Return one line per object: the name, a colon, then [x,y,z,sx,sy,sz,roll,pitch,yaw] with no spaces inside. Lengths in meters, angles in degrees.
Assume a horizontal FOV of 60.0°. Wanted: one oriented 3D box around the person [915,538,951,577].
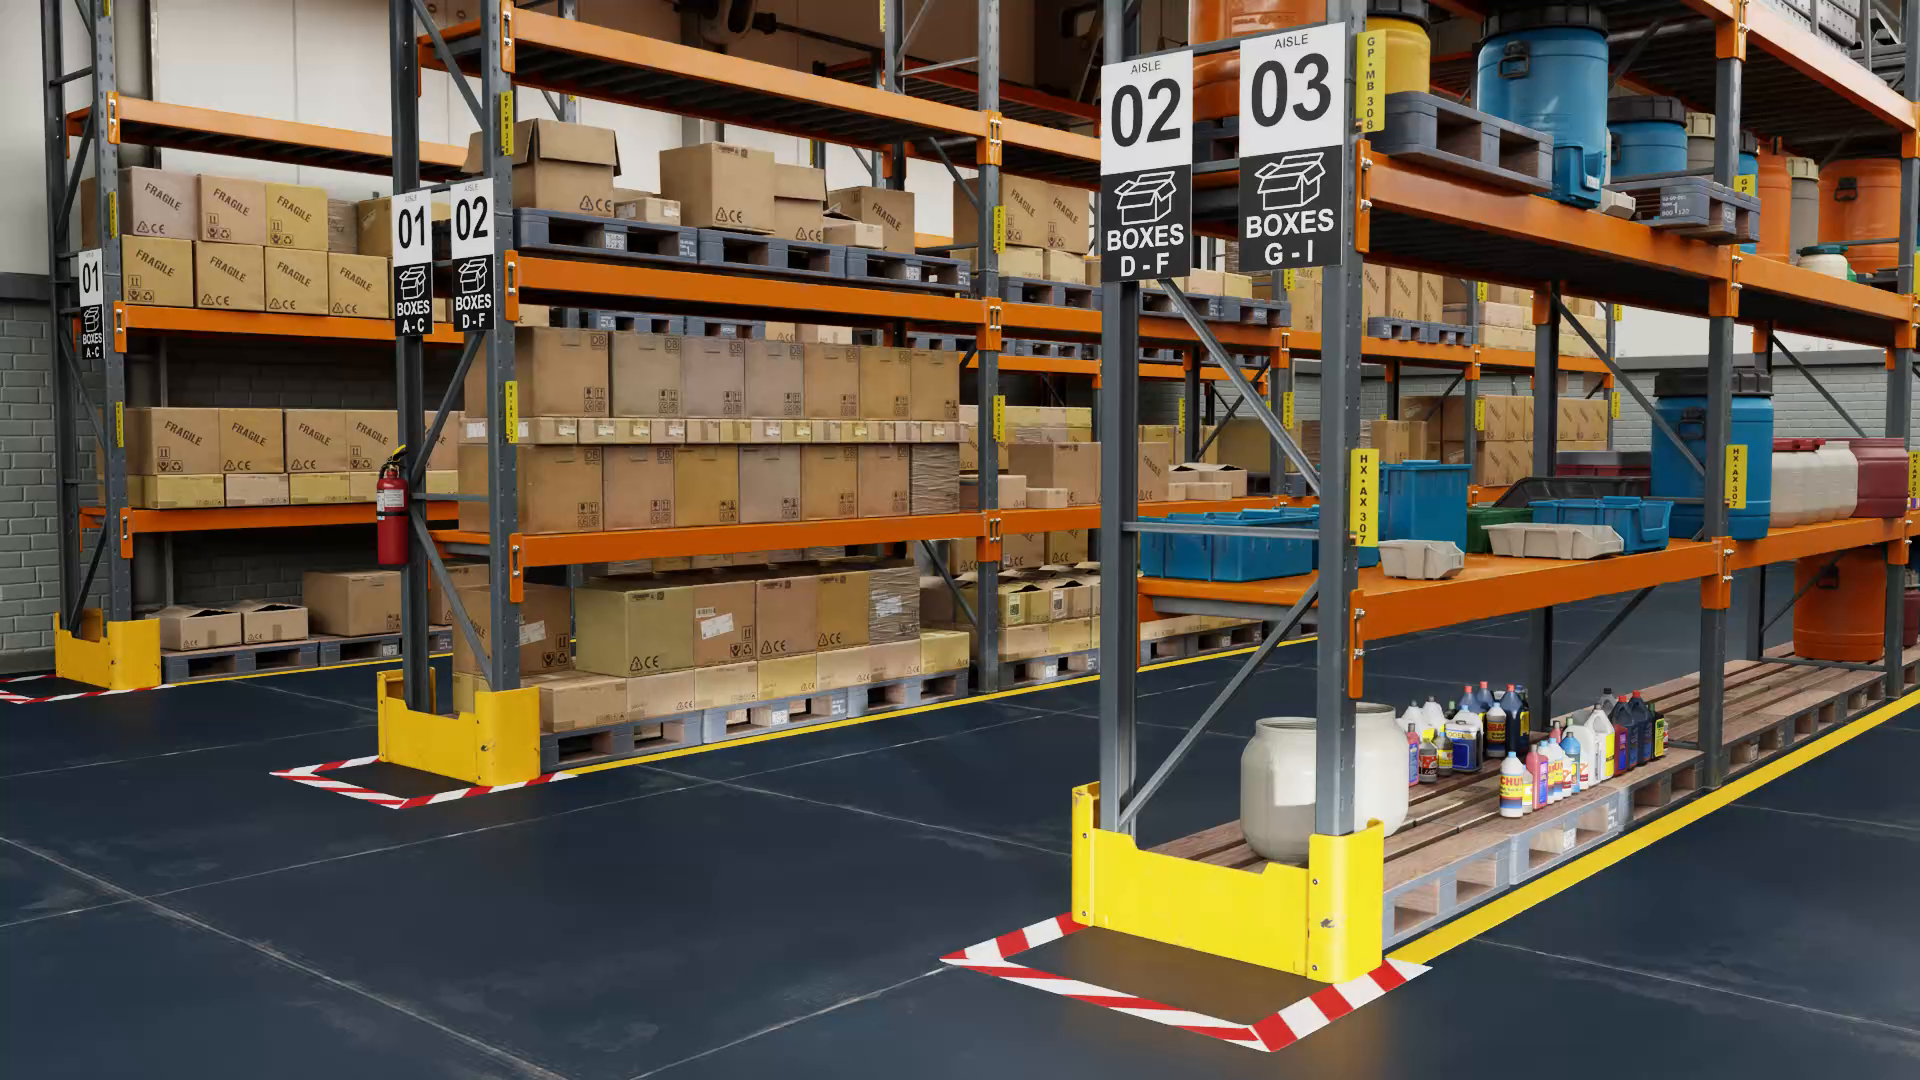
person: [-0.338,-0.067,16.707,0.577,1.758,0.503,3,5,42]
